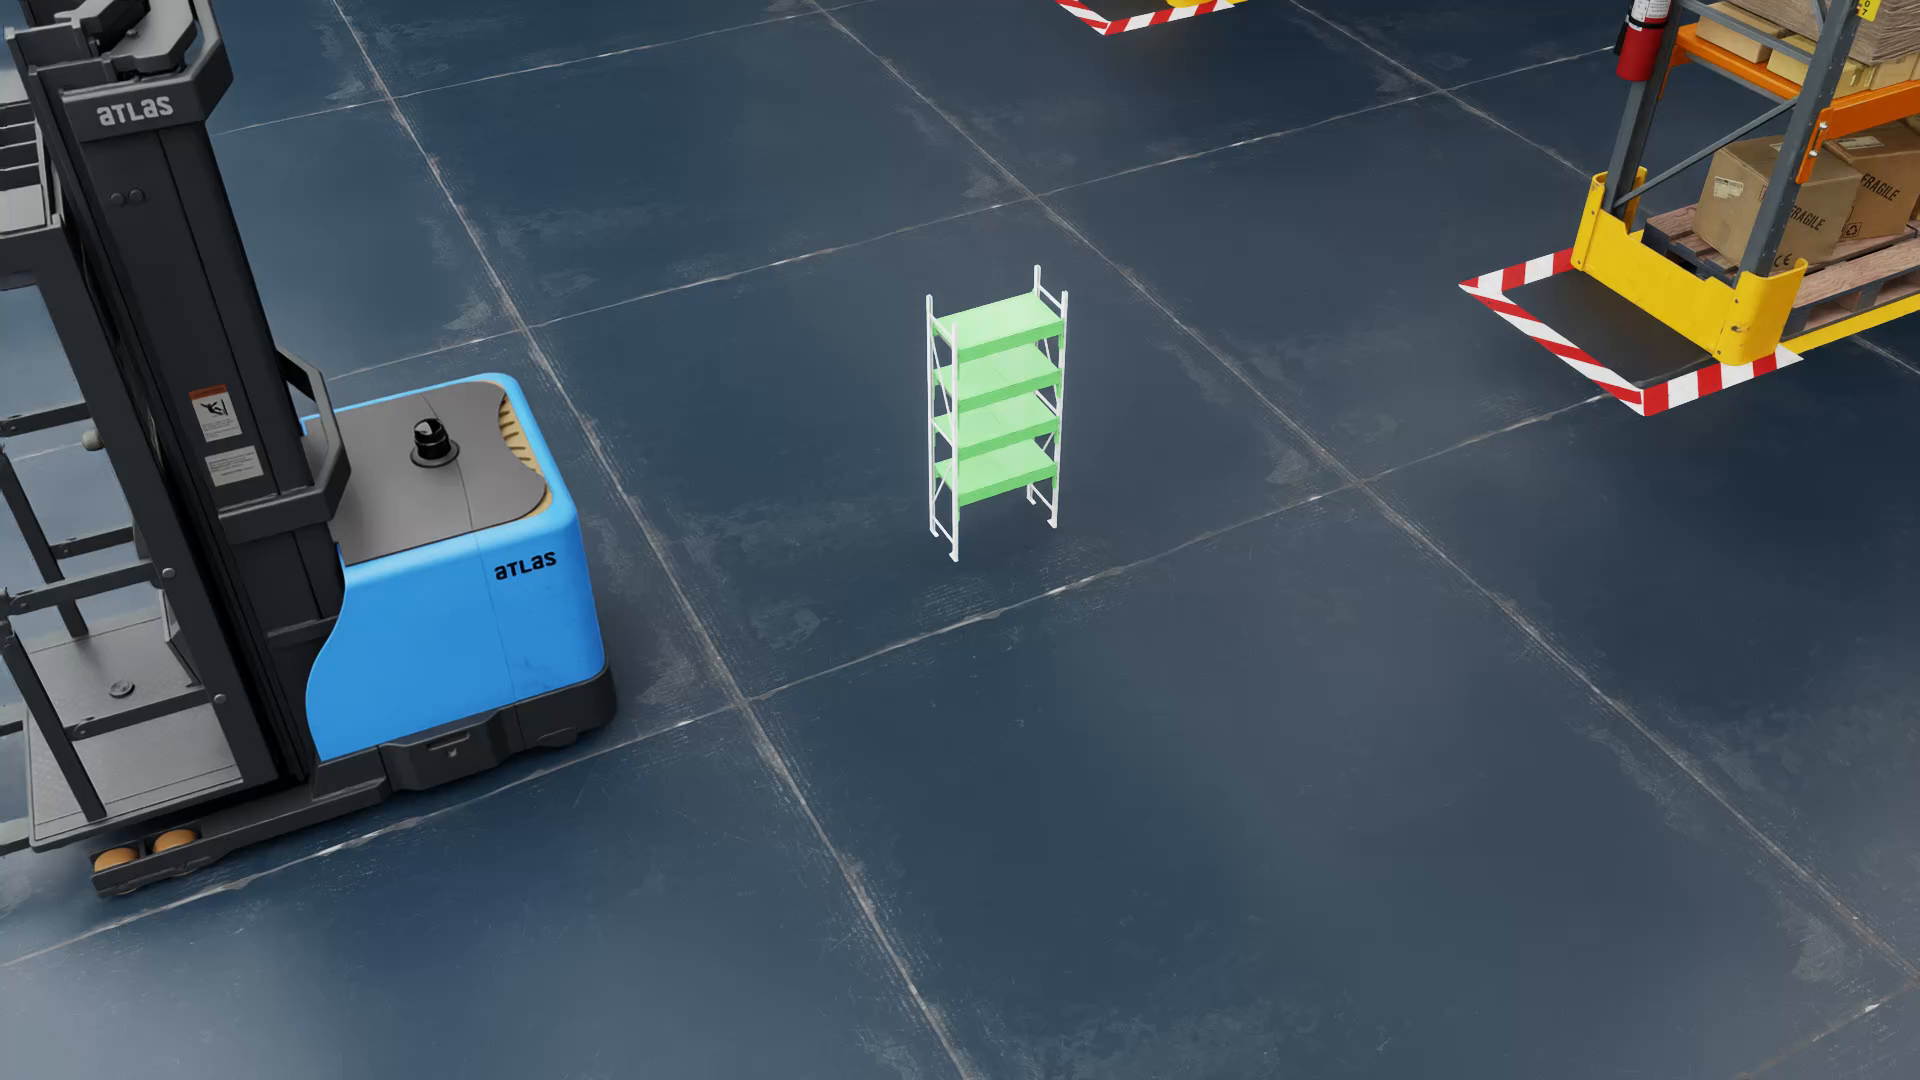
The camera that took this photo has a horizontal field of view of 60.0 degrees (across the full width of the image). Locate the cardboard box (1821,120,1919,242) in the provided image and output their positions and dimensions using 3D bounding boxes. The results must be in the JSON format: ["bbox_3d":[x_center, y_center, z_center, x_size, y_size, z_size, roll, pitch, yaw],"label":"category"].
[{"bbox_3d":[4.722,-1.940,8.829,0.500,0.500,0.500,-8,41,-9],"label":"cardboard box"}]

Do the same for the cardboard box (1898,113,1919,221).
[{"bbox_3d":[5.286,-2.116,9.037,0.500,0.500,0.500,-15,42,-17],"label":"cardboard box"}]

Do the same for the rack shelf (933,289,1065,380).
[{"bbox_3d":[0.147,-0.825,6.652,0.480,0.148,0.258,-19,44,-21],"label":"rack shelf"}]

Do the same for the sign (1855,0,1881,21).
[{"bbox_3d":[3.897,-2.378,7.068,0.005,0.325,0.100,-19,44,-21],"label":"sign"}]

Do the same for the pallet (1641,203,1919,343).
[{"bbox_3d":[4.450,-1.539,8.905,1.213,0.211,1.003,-19,44,-21],"label":"pallet"}]

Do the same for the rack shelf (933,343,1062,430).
[{"bbox_3d":[0.147,-0.642,6.807,0.480,0.148,0.258,-19,44,-21],"label":"rack shelf"}]

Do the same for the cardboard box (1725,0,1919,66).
[{"bbox_3d":[4.146,-2.659,7.762,0.500,0.500,0.875,-19,44,-21],"label":"cardboard box"}]

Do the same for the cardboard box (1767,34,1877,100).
[{"bbox_3d":[4.009,-2.211,7.735,0.250,0.149,0.380,-19,44,-21],"label":"cardboard box"}]

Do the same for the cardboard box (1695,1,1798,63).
[{"bbox_3d":[3.803,-2.466,8.036,0.250,0.149,0.380,-19,44,-21],"label":"cardboard box"}]

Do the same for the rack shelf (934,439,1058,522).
[{"bbox_3d":[0.147,-0.275,7.117,0.480,0.148,0.258,-19,44,-21],"label":"rack shelf"}]

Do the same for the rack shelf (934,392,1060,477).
[{"bbox_3d":[0.147,-0.459,6.962,0.480,0.148,0.258,-19,44,-21],"label":"rack shelf"}]

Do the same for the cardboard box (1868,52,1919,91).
[{"bbox_3d":[4.239,-2.275,7.810,0.250,0.149,0.380,-19,44,-21],"label":"cardboard box"}]

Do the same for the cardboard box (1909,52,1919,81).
[{"bbox_3d":[4.468,-2.341,7.888,0.250,0.149,0.380,-19,44,-21],"label":"cardboard box"}]

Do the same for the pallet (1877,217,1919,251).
[{"bbox_3d":[5.531,-1.901,9.332,1.213,0.211,1.003,-19,44,-21],"label":"pallet"}]

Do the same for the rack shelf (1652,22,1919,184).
[{"bbox_3d":[5.420,-2.681,8.652,4.000,0.370,1.077,-19,44,-21],"label":"rack shelf"}]

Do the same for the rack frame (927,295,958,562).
[{"bbox_3d":[-0.070,-0.435,6.835,0.015,1.200,0.240,-19,44,-21],"label":"rack frame"}]

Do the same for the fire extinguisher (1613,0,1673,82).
[{"bbox_3d":[3.331,-2.559,8.011,0.183,0.674,0.296,-19,44,-21],"label":"fire extinguisher"}]

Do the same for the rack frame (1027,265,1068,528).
[{"bbox_3d":[0.363,-0.580,7.007,0.015,1.200,0.240,-19,44,-21],"label":"rack frame"}]

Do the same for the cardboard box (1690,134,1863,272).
[{"bbox_3d":[4.207,-1.742,8.595,0.500,0.500,0.500,-11,41,-13],"label":"cardboard box"}]

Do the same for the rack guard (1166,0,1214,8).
[{"bbox_3d":[1.404,-4.292,11.934,0.348,0.500,1.175,-19,44,-21],"label":"rack guard"}]

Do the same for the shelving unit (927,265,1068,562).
[{"bbox_3d":[0.147,-0.507,6.921,0.503,1.200,0.258,-19,44,-21],"label":"shelving unit"}]

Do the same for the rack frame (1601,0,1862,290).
[{"bbox_3d":[3.646,-2.359,7.715,0.127,3.000,1.000,-19,44,-21],"label":"rack frame"}]

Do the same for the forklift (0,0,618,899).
[{"bbox_3d":[-2.873,-0.276,5.307,3.031,2.935,1.130,-17,43,-19],"label":"forklift"}]

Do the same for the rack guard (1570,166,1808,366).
[{"bbox_3d":[3.713,-1.427,8.549,0.348,0.500,1.175,-19,44,-21],"label":"rack guard"}]
